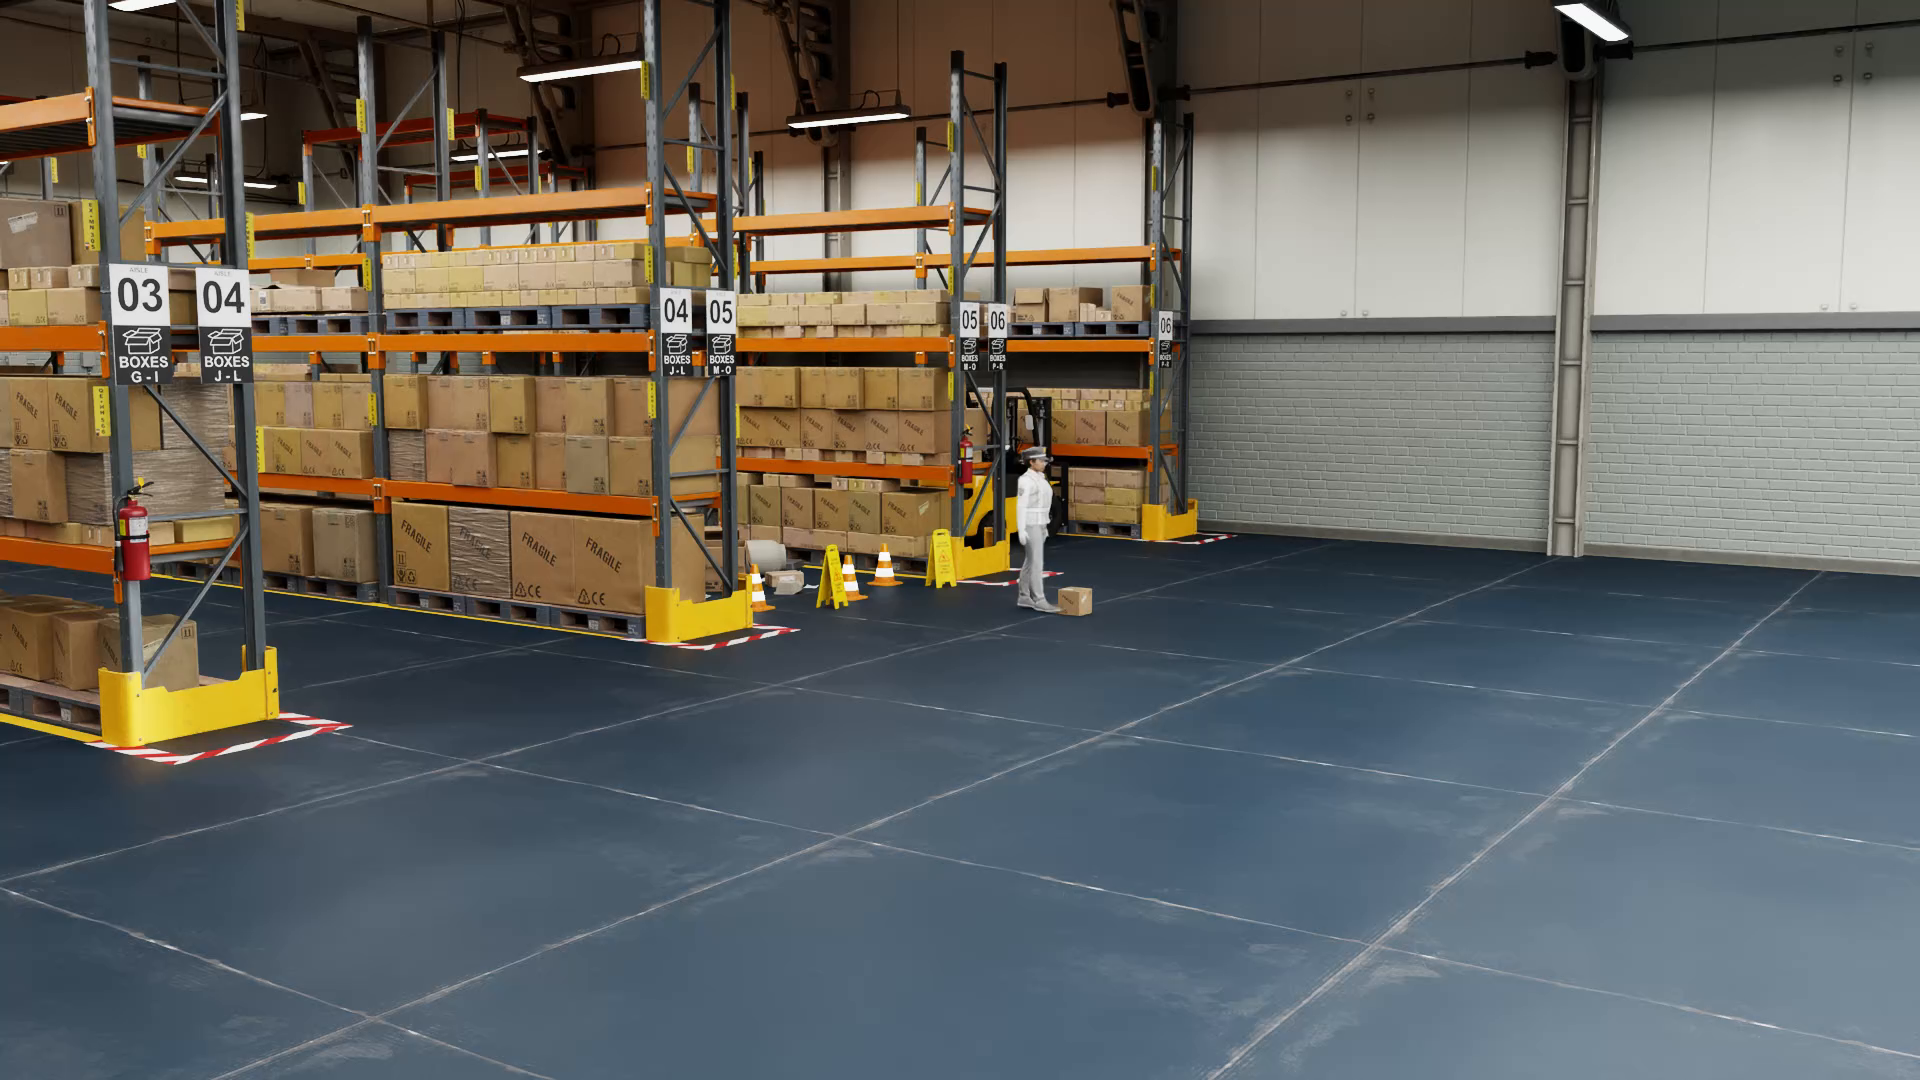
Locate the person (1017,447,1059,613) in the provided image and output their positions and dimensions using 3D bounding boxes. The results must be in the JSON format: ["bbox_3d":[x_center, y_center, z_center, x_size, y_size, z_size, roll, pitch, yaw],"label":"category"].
[{"bbox_3d":[0.830,-0.122,16.962,0.546,1.666,0.510,3,7,24],"label":"person"}]
